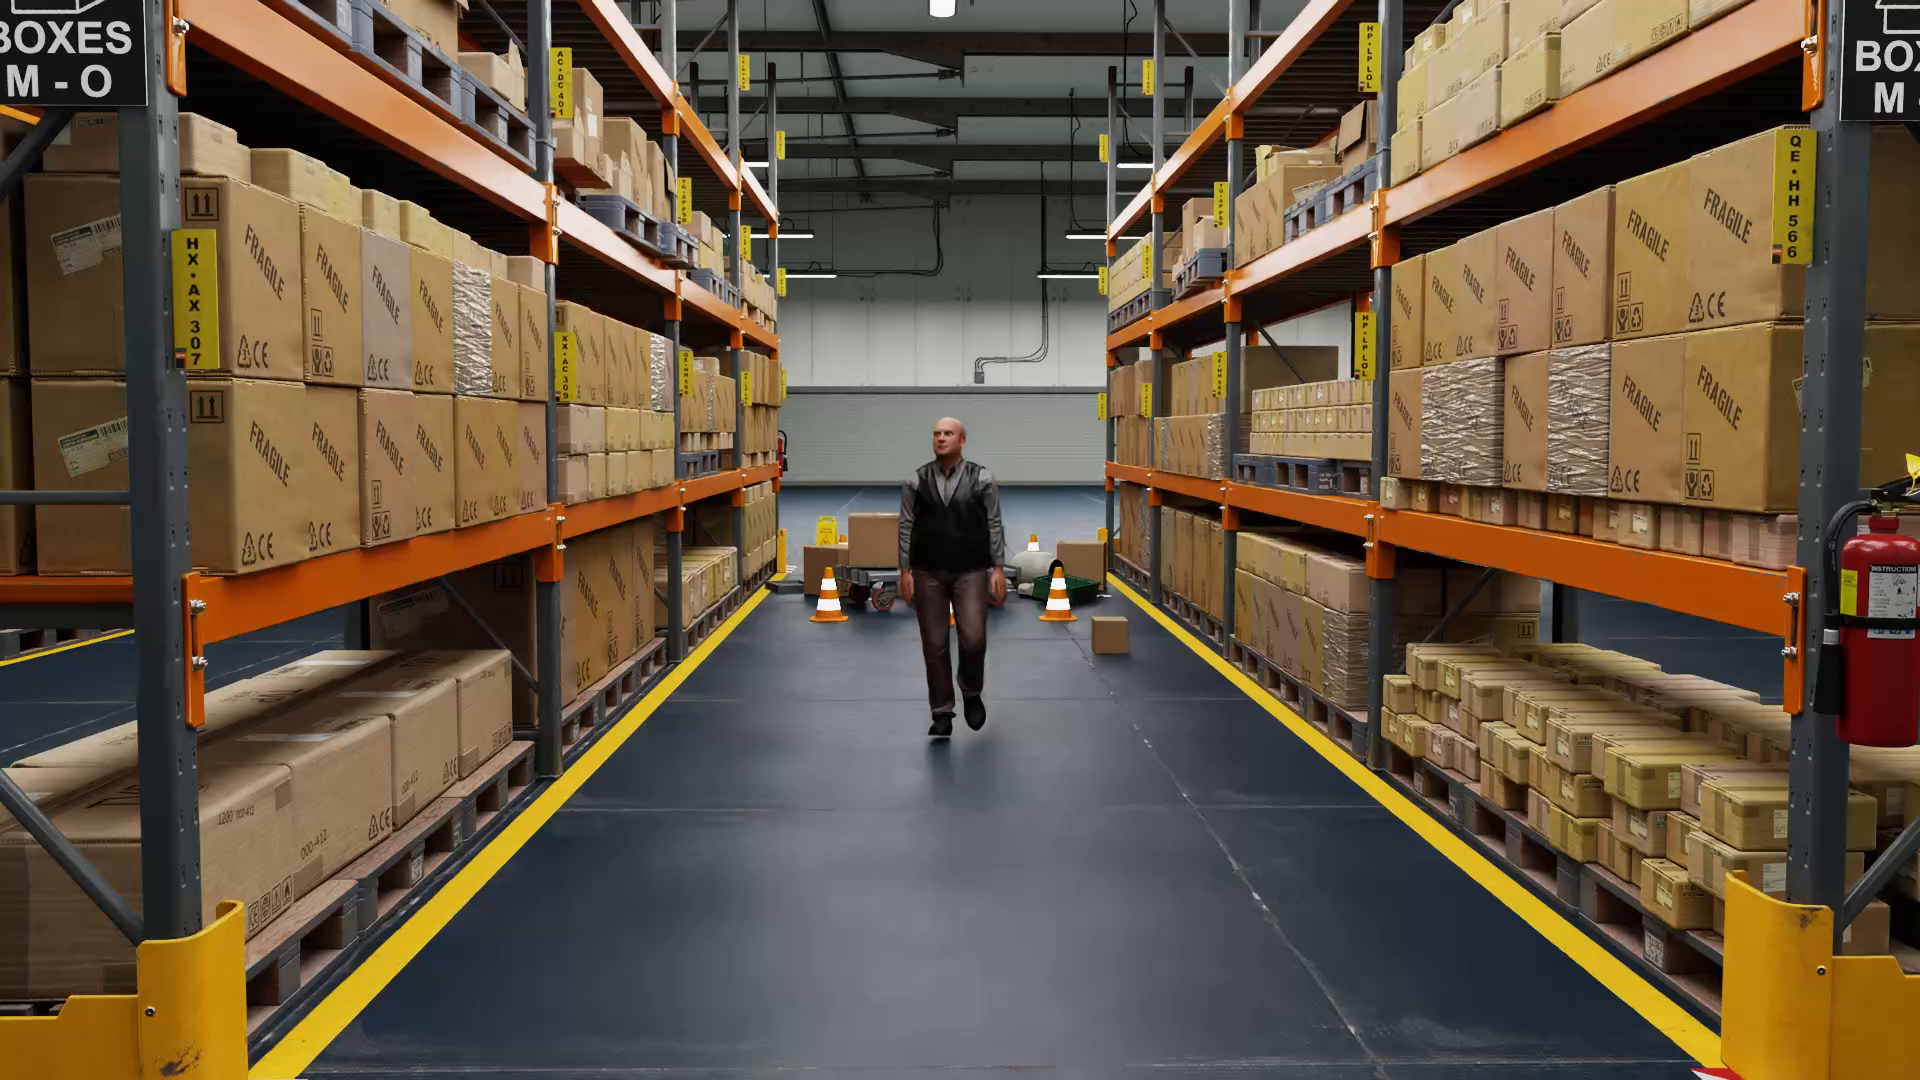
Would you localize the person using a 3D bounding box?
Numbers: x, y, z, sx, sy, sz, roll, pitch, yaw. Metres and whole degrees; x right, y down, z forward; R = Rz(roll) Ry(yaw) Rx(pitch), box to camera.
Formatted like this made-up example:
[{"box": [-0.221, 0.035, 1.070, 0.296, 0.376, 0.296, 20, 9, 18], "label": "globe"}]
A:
[{"box": [-0.051, 0.195, 8.970, 0.585, 1.713, 0.474, 0, 4, 7], "label": "person"}]
